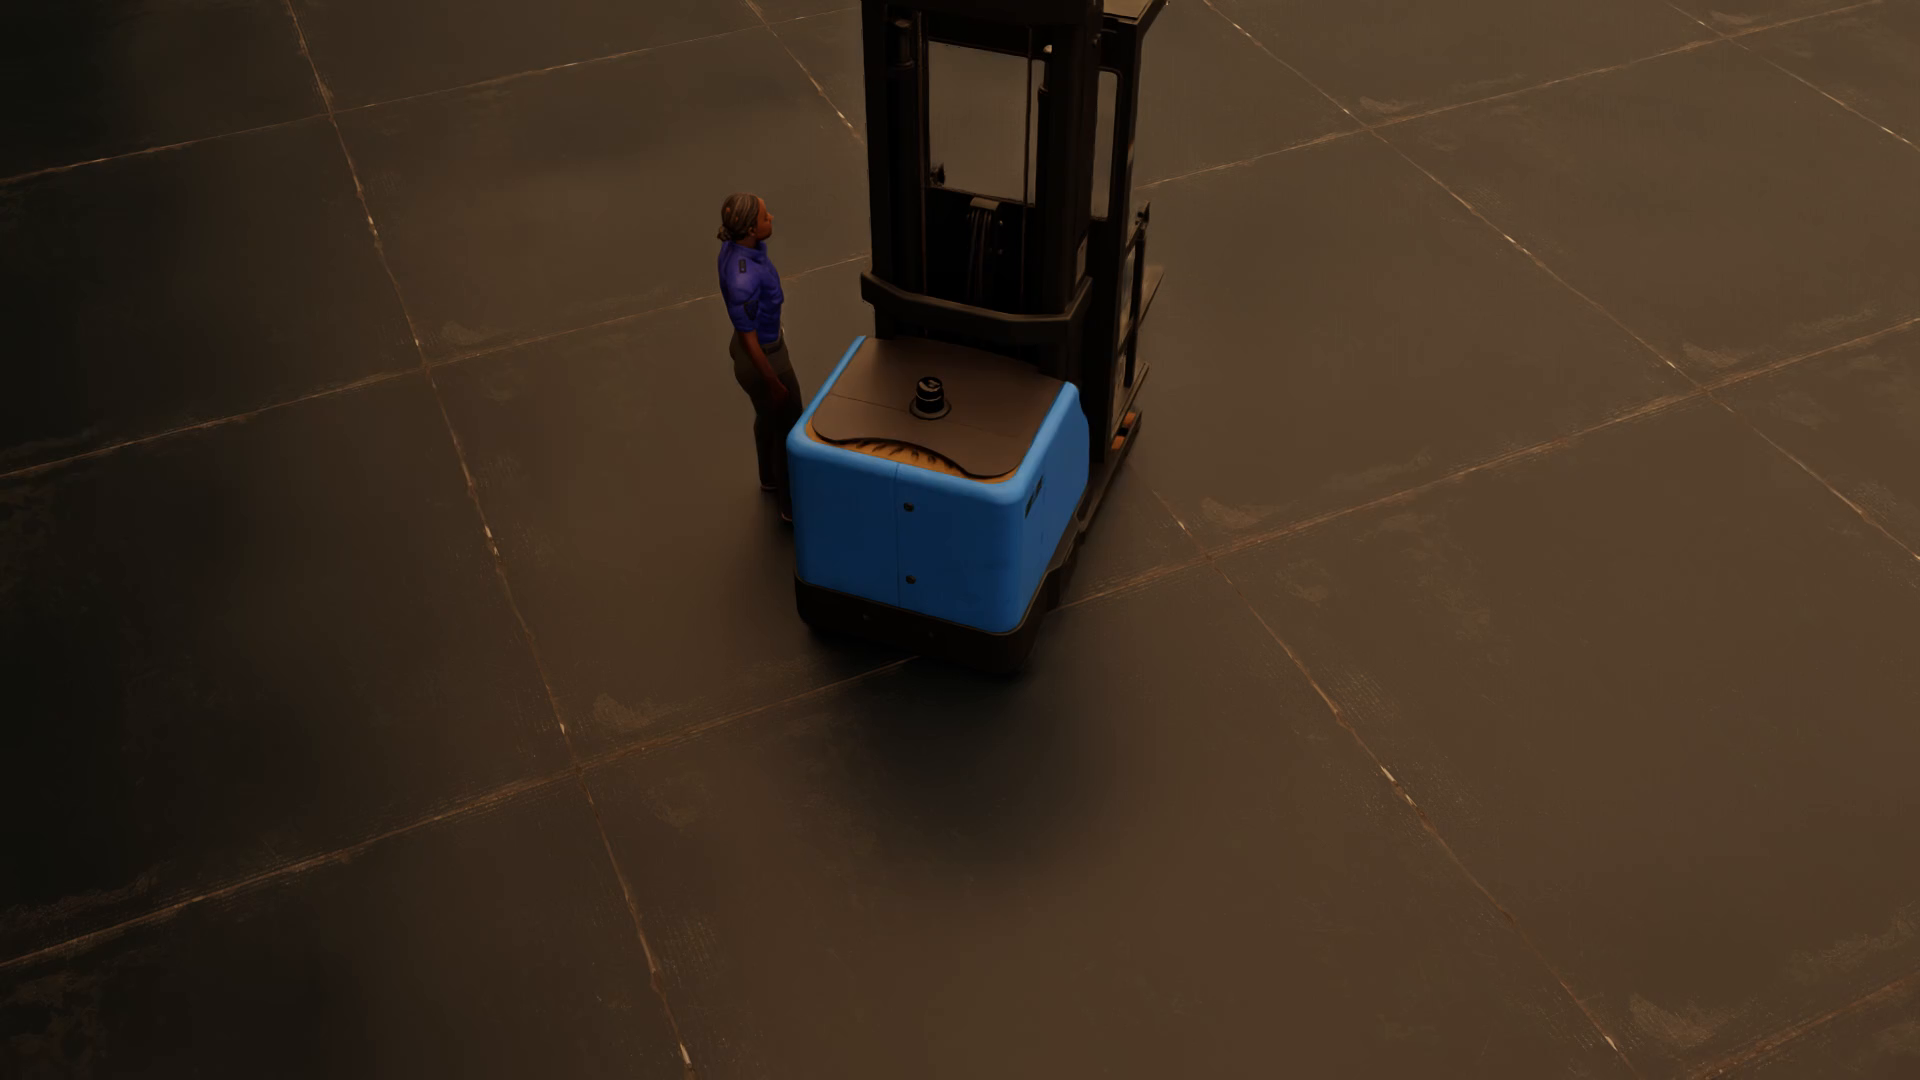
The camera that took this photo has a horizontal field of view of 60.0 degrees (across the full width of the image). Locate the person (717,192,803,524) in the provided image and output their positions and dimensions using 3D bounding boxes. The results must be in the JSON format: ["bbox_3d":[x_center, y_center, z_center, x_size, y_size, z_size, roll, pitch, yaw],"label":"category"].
[{"bbox_3d":[-0.823,-0.832,7.507,0.448,1.659,0.561,-9,44,-10],"label":"person"}]

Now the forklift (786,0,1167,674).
[{"bbox_3d":[0.269,-1.518,7.307,1.130,2.935,3.031,14,45,15],"label":"forklift"}]
